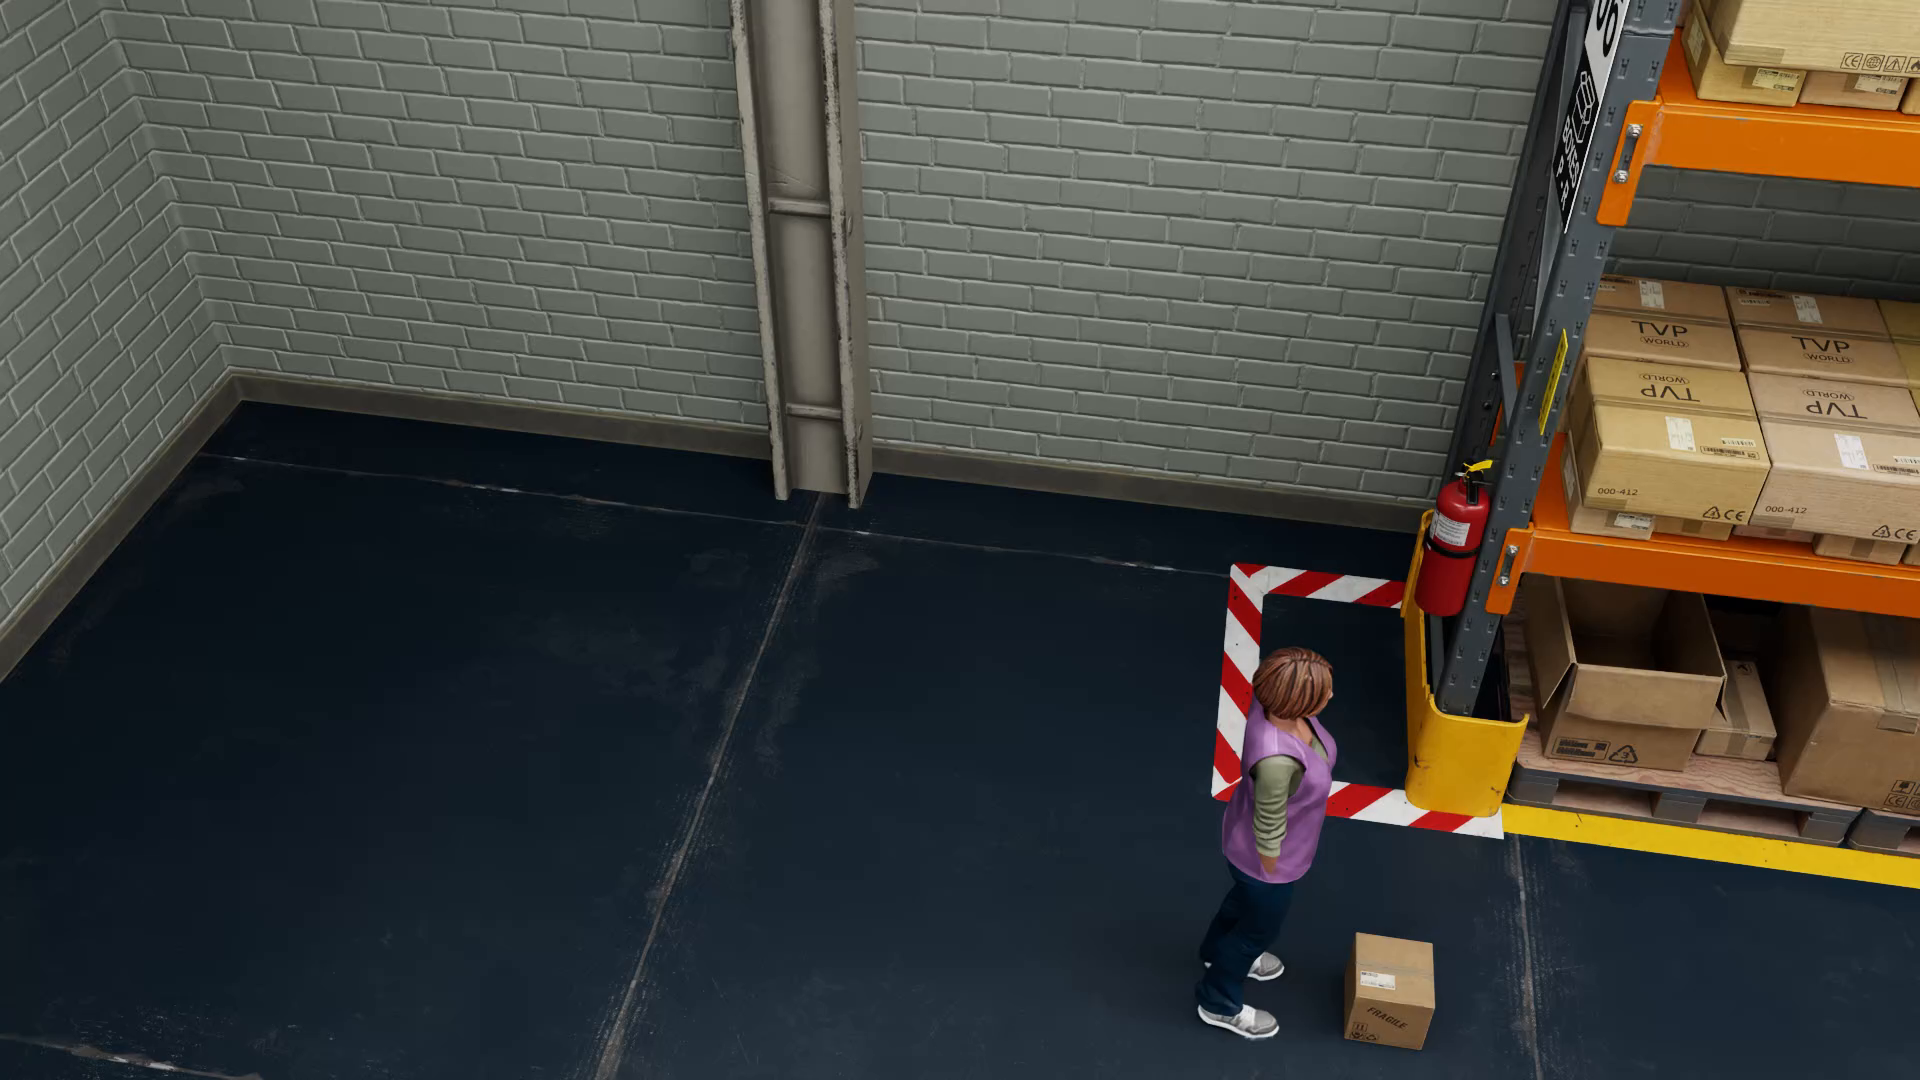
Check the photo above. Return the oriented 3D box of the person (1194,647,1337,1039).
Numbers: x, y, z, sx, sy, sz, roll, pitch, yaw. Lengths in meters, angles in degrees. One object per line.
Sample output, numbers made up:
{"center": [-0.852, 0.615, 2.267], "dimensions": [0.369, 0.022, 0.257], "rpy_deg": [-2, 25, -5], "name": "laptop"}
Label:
{"center": [0.948, 0.919, 5.117], "dimensions": [0.309, 1.603, 0.405], "rpy_deg": [7, 42, 9], "name": "person"}
